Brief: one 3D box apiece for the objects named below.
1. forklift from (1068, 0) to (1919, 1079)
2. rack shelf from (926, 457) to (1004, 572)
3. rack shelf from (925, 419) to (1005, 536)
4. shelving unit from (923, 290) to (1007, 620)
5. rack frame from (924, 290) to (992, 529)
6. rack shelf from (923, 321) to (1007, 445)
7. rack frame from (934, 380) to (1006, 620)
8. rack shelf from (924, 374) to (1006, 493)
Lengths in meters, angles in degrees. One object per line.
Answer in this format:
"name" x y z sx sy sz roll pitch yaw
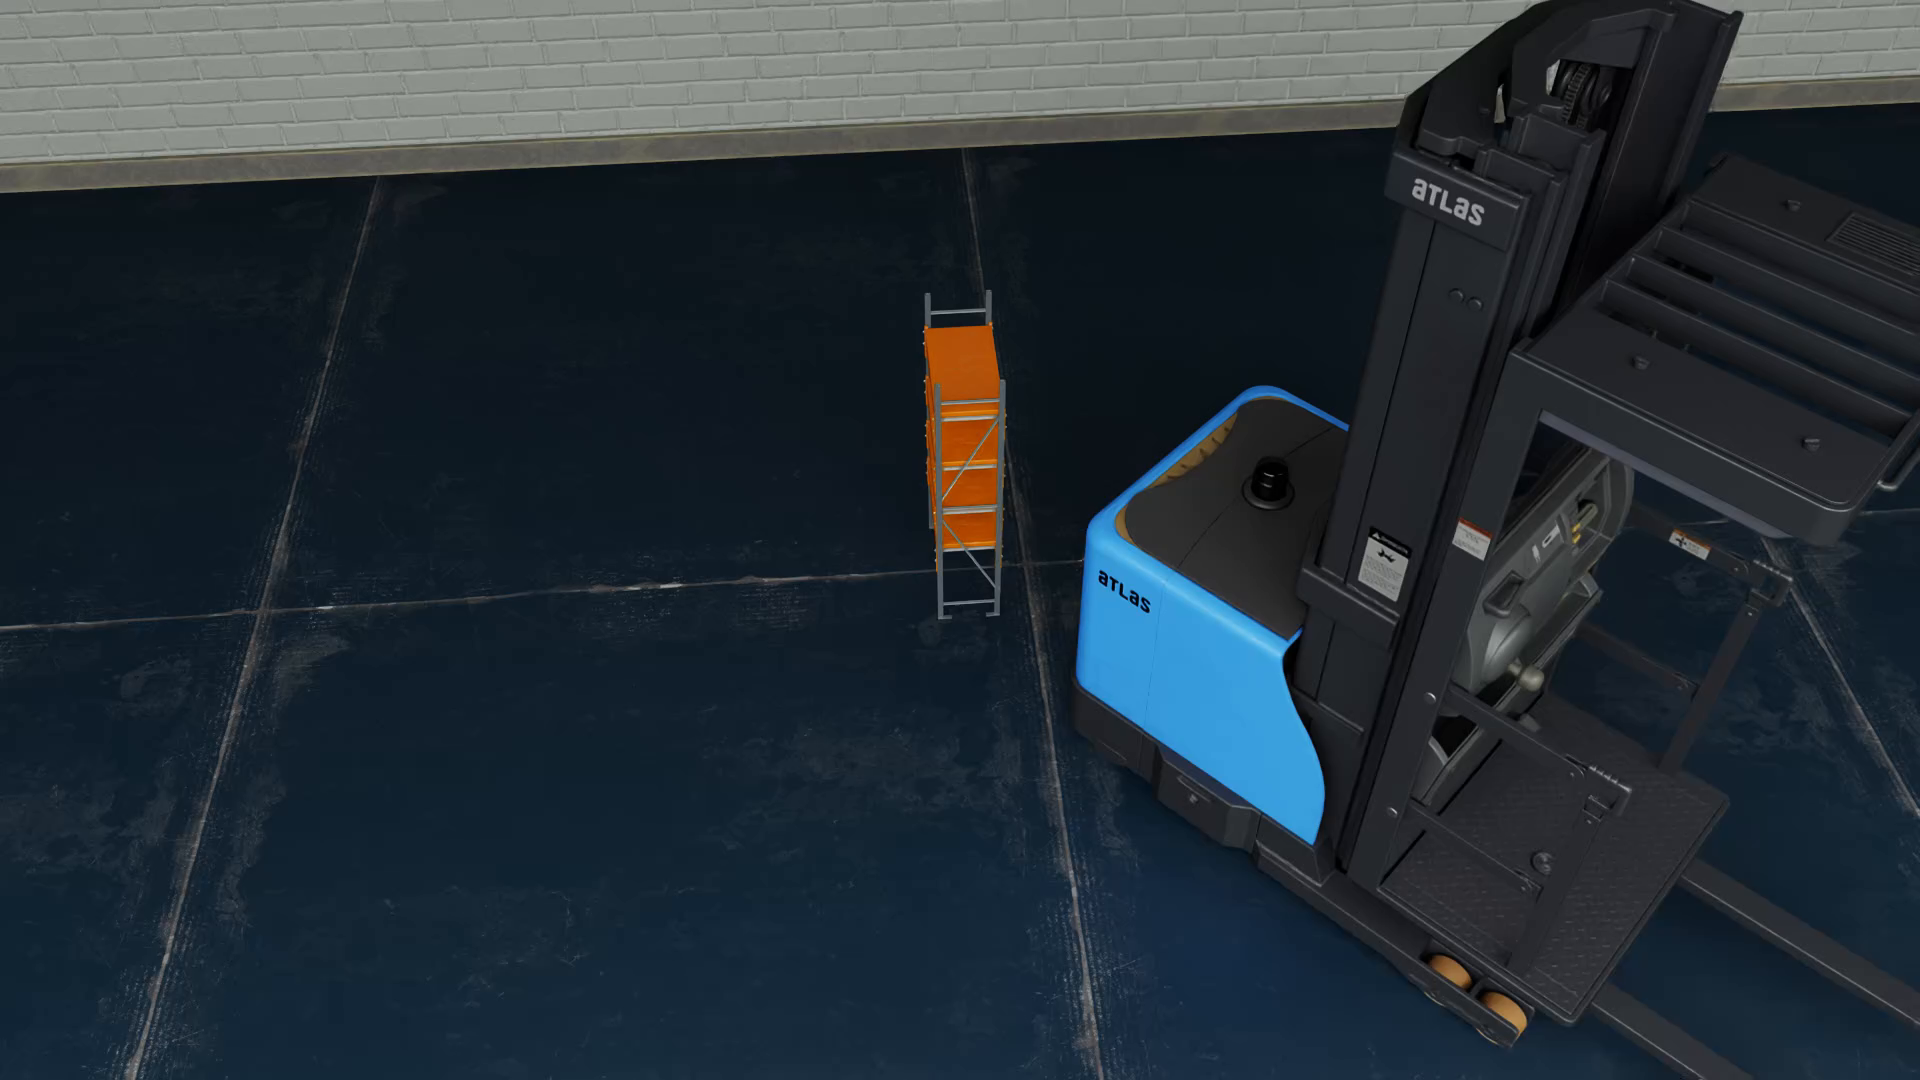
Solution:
"forklift" 1.820 0.144 4.595 3.031 2.935 1.130 33 55 28
"rack shelf" 0.014 -0.110 6.394 0.258 0.148 0.480 -3 47 -3
"rack shelf" 0.014 -0.247 6.250 0.258 0.148 0.480 -3 47 -3
"shelving unit" 0.014 -0.293 6.201 0.258 1.200 0.503 -3 47 -3
"rack frame" -0.007 -0.469 6.368 0.240 1.200 0.015 -3 47 -3
"rack shelf" 0.014 -0.563 5.916 0.258 0.148 0.480 -3 47 -3
"rack frame" 0.034 -0.116 6.034 0.240 1.200 0.015 -3 47 -3
"rack shelf" 0.014 -0.400 6.087 0.258 0.148 0.480 -3 47 -3
